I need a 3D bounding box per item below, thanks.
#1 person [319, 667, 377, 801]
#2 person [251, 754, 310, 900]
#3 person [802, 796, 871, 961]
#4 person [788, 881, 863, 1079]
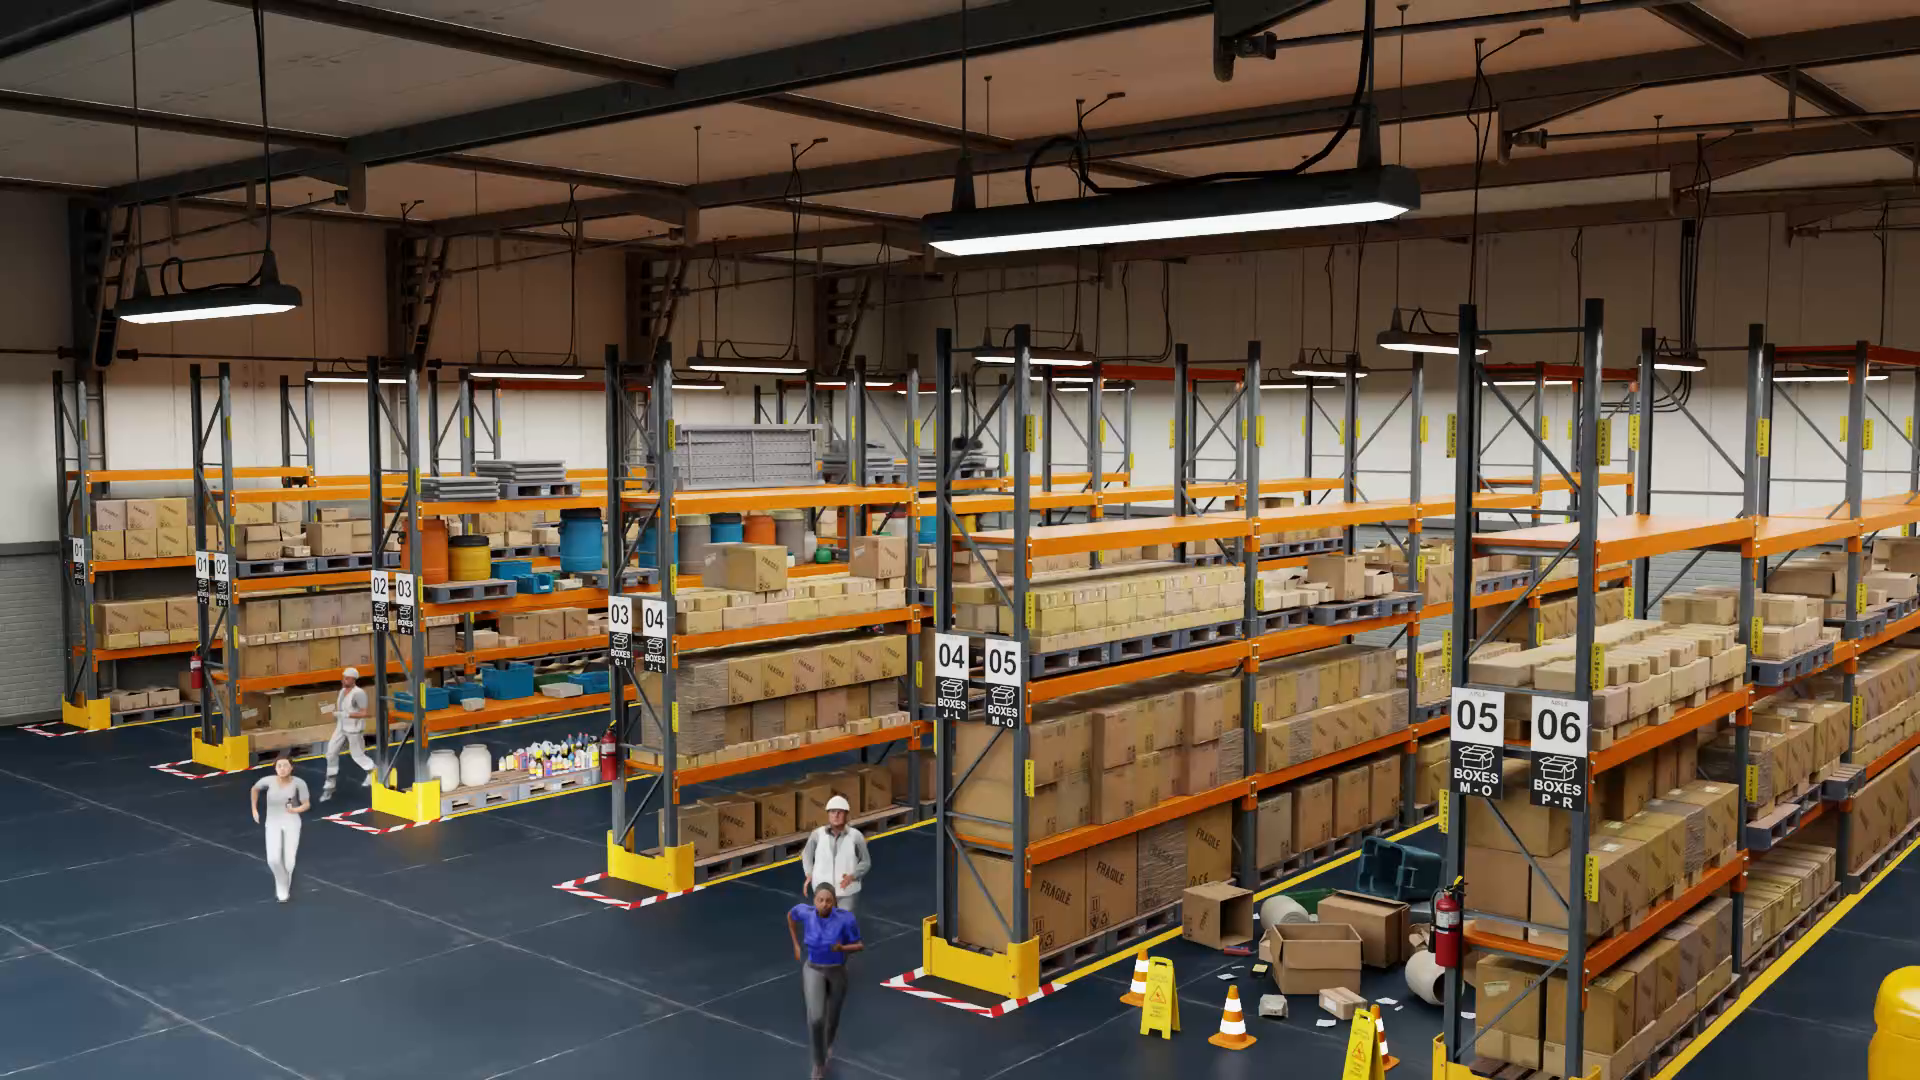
[{"bbox_3d":[-8.323,2.641,22.846,0.677,1.827,0.941,2,5,31],"label":"person"},{"bbox_3d":[-7.194,3.062,17.621,0.598,1.616,0.742,-1,4,-18],"label":"person"},{"bbox_3d":[-1.139,3.210,15.188,0.654,1.734,0.574,0,4,1],"label":"person"},{"bbox_3d":[-1.062,3.422,13.001,0.550,1.632,0.903,-1,4,-8],"label":"person"}]
